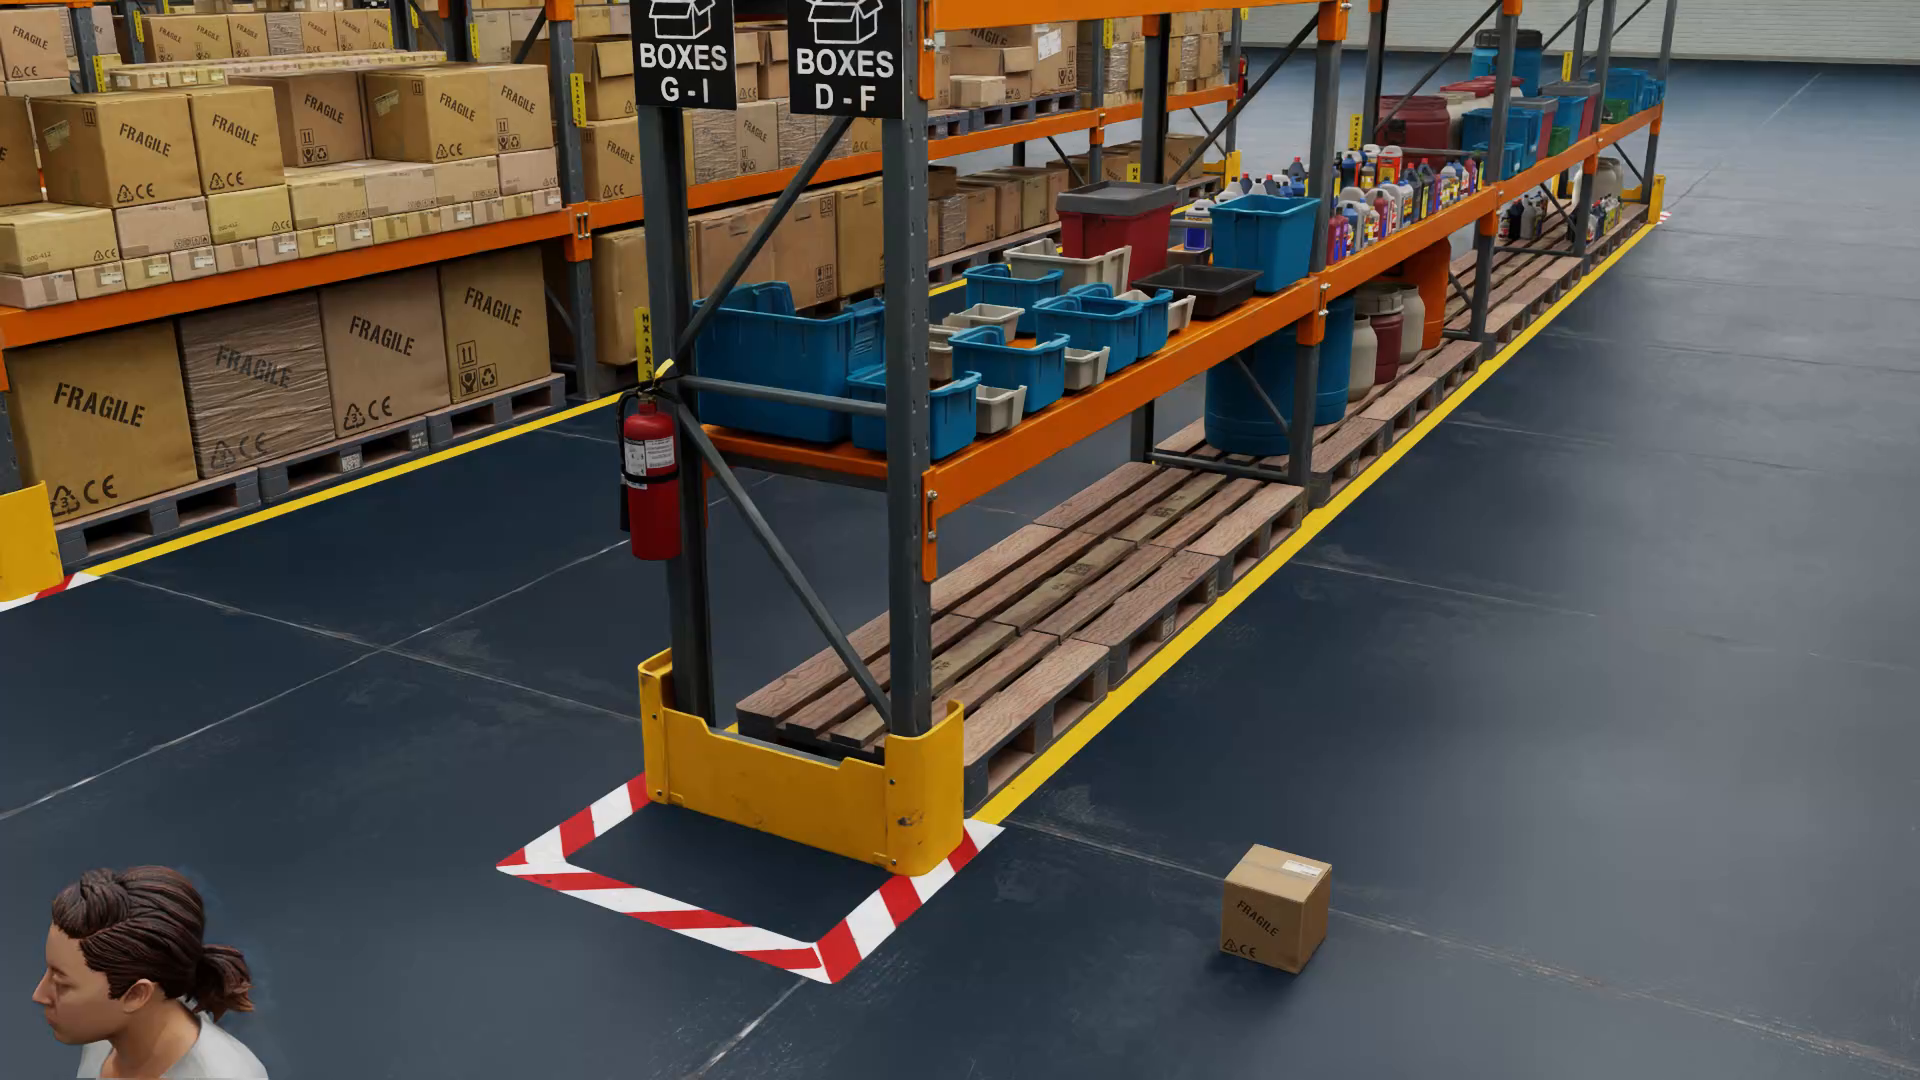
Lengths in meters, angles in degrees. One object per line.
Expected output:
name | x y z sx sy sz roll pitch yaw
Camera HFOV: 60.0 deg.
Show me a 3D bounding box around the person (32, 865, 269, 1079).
person | -1.147 1.227 2.611 0.459 1.628 0.975 15 24 36
